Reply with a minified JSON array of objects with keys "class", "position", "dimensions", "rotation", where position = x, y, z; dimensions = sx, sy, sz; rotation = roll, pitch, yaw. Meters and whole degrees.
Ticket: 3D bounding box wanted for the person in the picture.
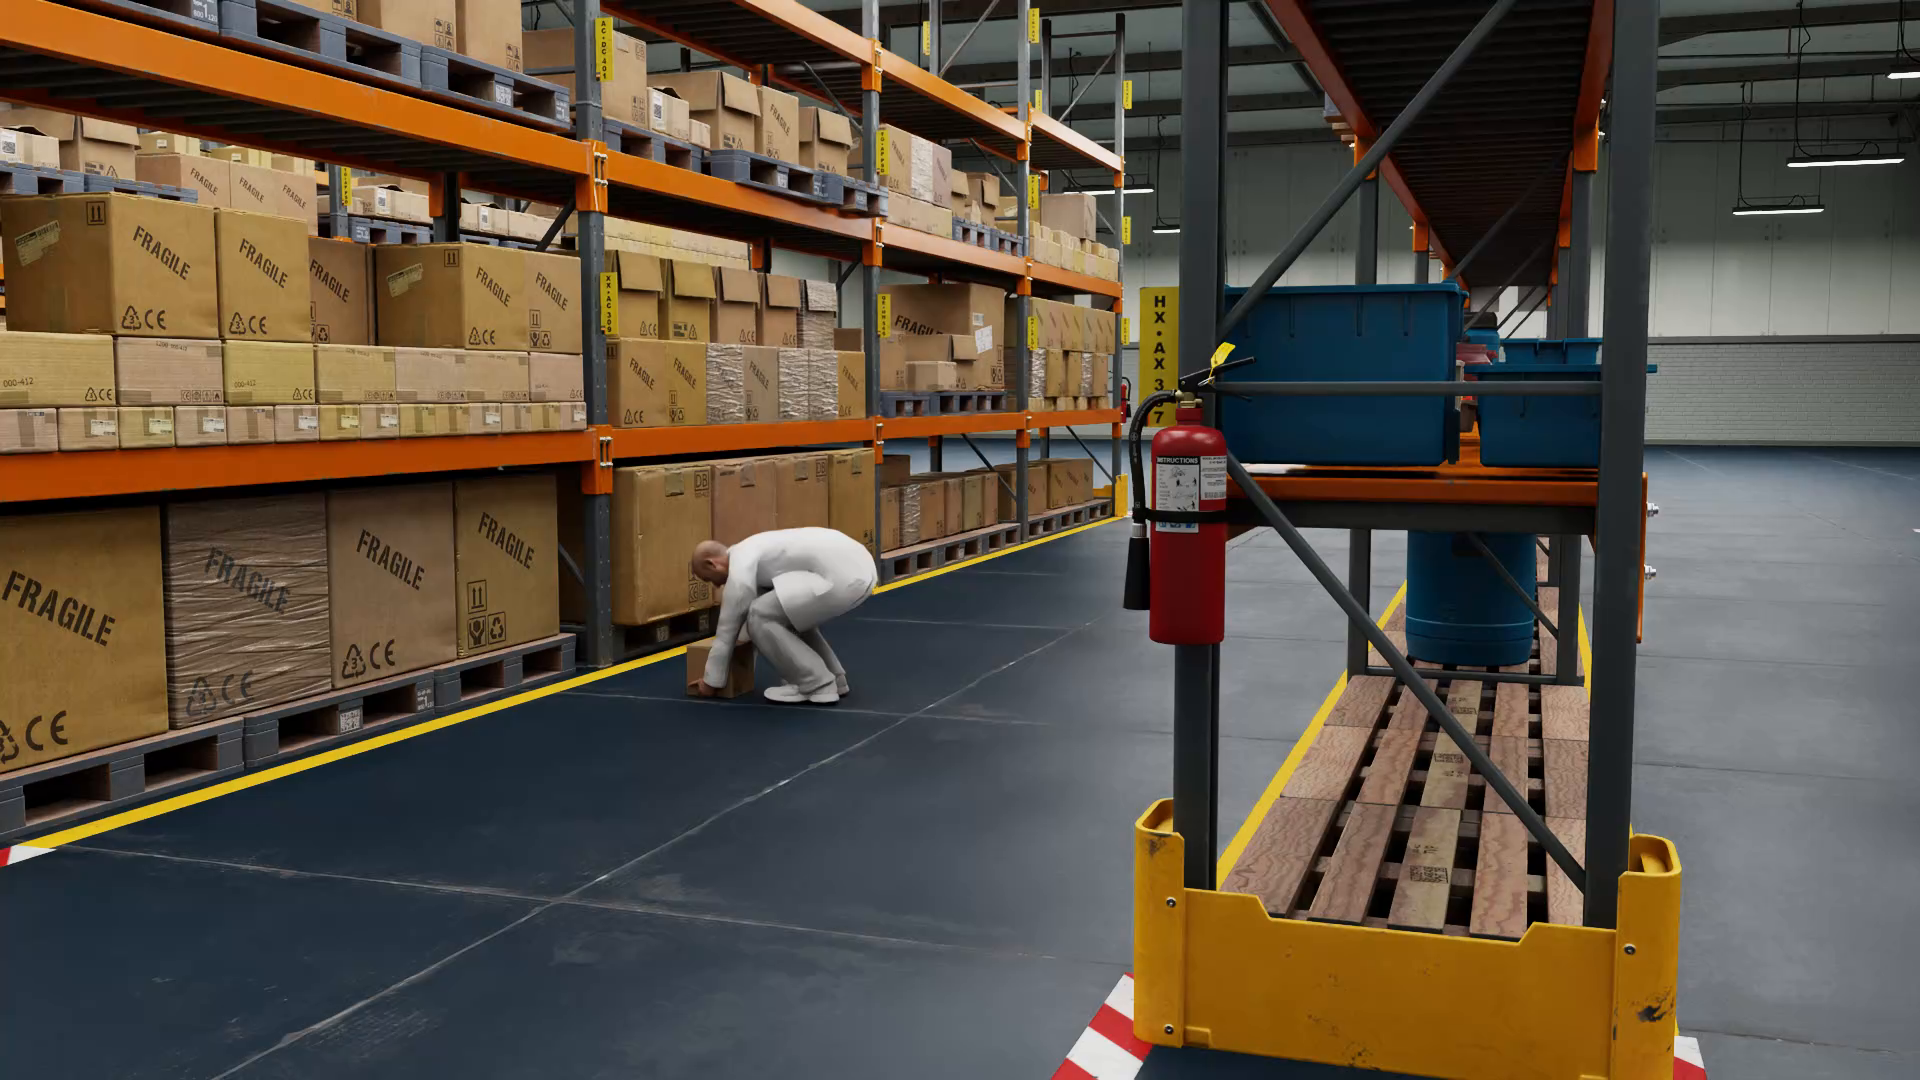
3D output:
[{"class":"person","position":[-0.872,0.373,8.201],"dimensions":[0.953,0.849,0.582],"rotation":[2,5,17]}]
